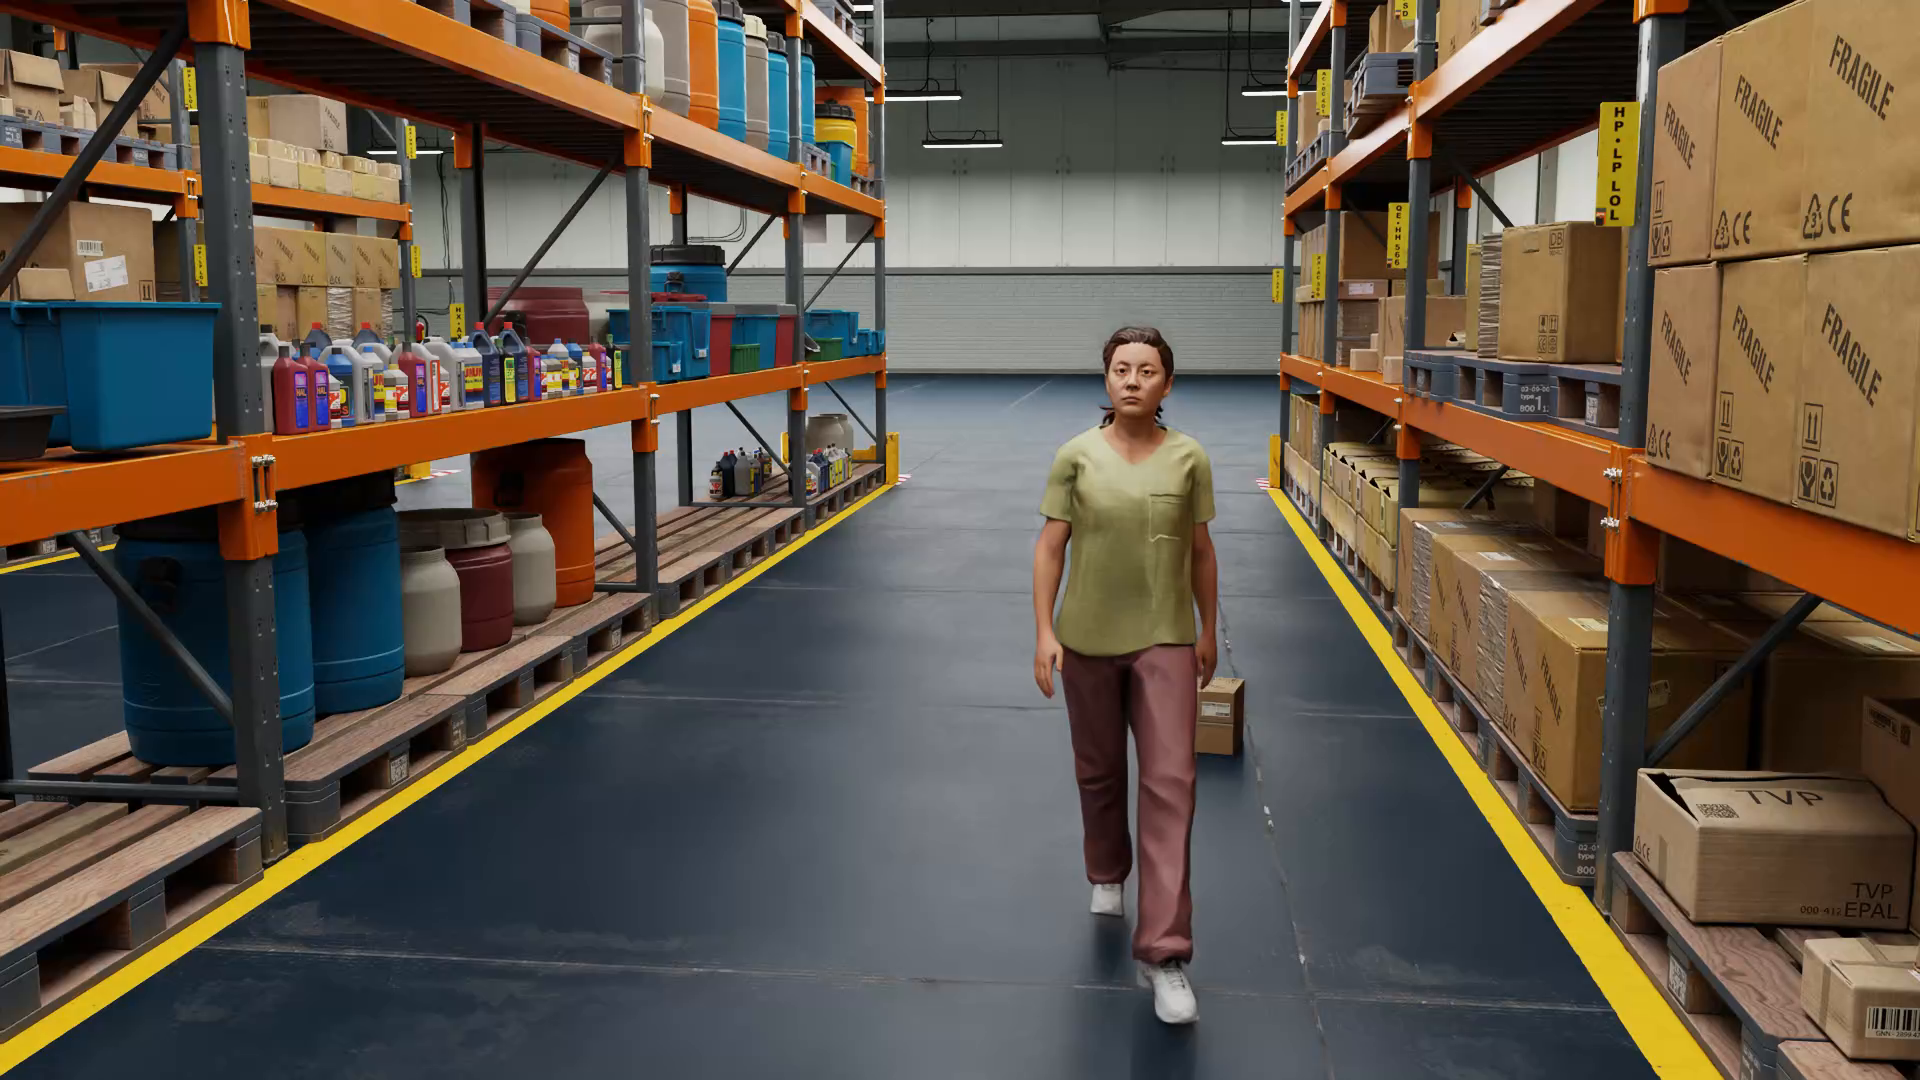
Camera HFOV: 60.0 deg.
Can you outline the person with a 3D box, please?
[{"bbox_3d":[0.417,0.268,4.217,0.475,1.616,0.972,1,8,8],"label":"person"}]
